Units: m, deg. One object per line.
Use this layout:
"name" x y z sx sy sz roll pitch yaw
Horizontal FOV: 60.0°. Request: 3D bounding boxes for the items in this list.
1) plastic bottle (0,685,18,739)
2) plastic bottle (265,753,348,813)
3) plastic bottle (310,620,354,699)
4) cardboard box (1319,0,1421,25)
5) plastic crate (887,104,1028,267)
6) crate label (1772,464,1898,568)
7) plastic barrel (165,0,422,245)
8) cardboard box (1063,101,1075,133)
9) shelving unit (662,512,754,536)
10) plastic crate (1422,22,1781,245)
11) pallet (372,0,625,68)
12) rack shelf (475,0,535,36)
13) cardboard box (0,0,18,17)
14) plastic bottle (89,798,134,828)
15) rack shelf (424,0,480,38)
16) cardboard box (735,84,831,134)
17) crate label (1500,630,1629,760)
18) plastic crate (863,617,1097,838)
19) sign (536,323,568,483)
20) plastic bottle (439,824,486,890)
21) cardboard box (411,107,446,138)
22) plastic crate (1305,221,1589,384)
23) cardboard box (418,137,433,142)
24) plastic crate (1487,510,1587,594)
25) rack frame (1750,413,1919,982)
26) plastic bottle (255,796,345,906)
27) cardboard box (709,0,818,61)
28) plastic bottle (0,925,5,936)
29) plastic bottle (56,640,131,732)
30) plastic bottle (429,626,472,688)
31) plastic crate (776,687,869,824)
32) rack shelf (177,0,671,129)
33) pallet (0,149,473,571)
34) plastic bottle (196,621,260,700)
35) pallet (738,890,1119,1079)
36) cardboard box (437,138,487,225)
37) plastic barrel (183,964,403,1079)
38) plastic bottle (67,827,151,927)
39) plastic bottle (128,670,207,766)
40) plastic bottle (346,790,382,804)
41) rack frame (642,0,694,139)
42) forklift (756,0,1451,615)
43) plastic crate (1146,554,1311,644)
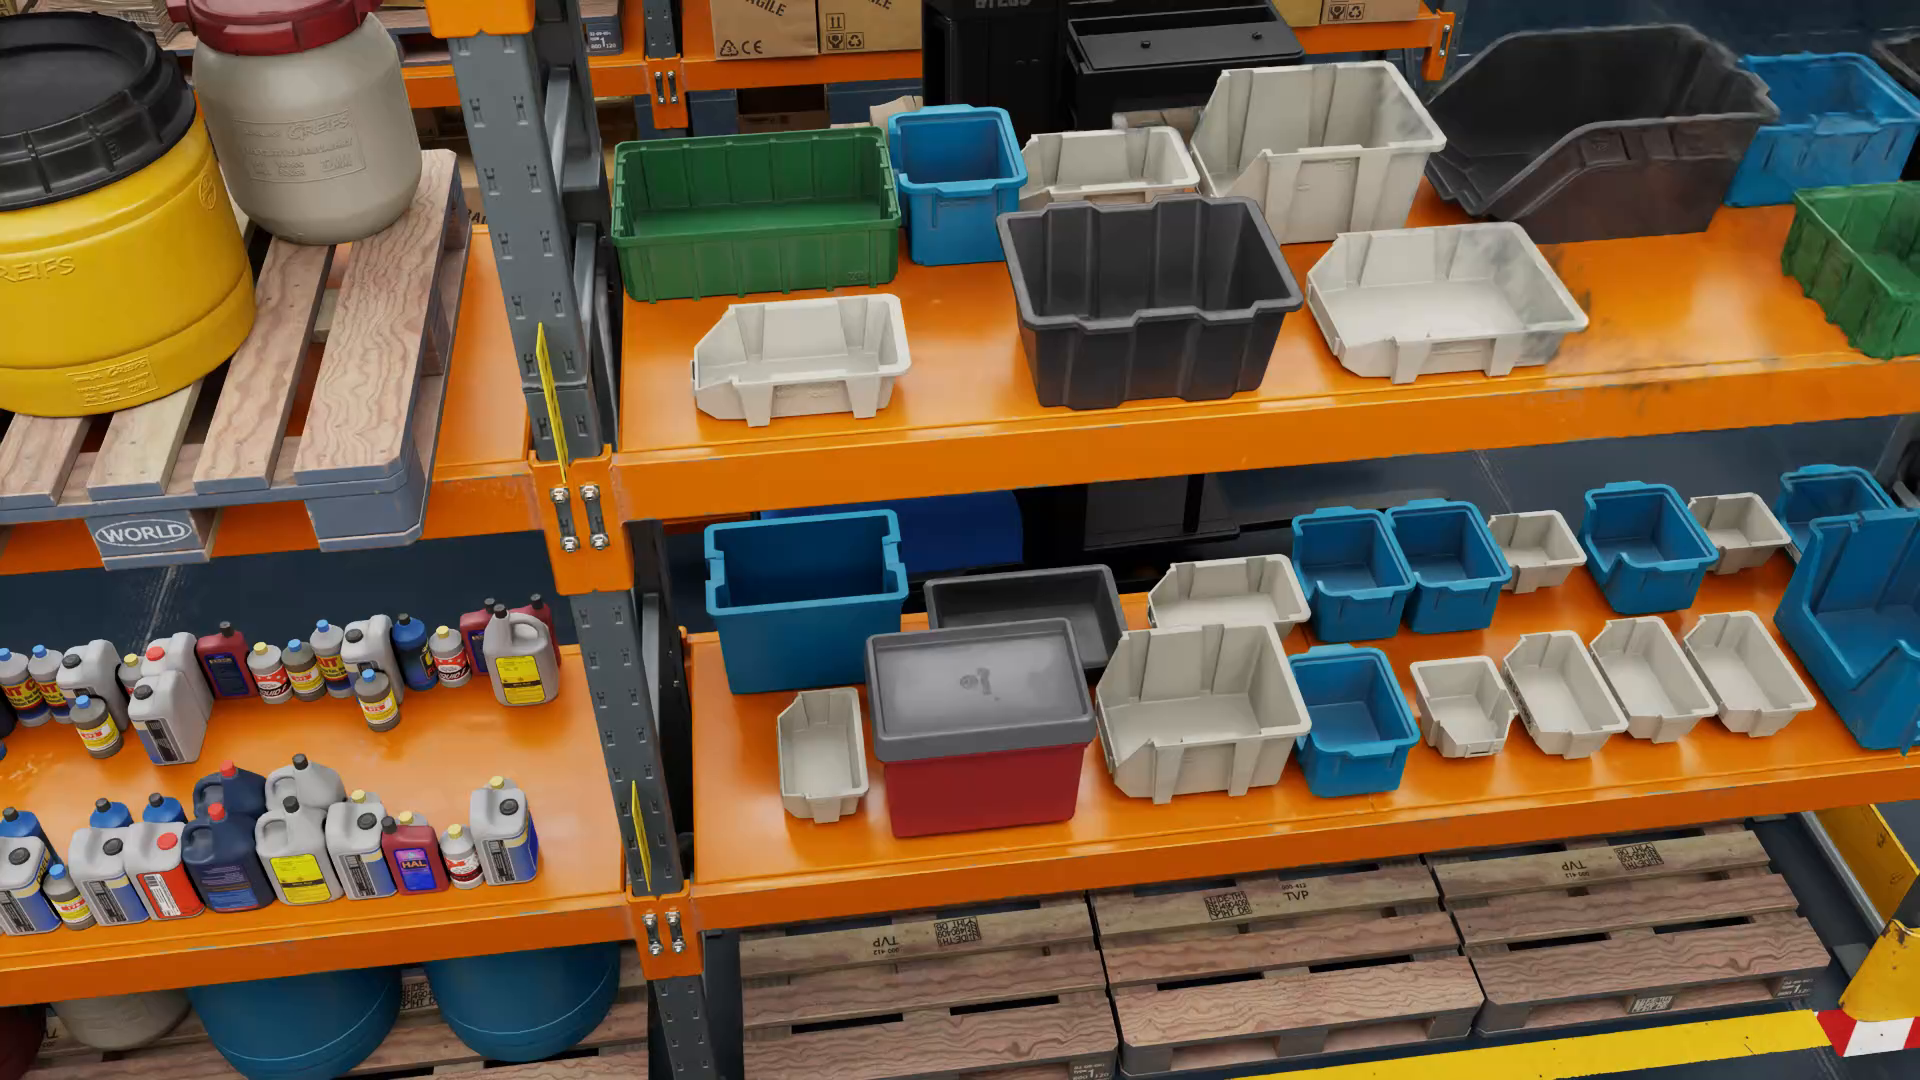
"plastic bottle" -2.880 0.419 4.797 0.185 0.351 0.144 -5 42 -6
"plastic bottle" -1.759 0.705 4.481 0.185 0.351 0.144 -5 42 -6
"plastic bottle" -1.861 0.344 4.940 0.097 0.271 0.097 0 42 0
"cardboard box" 2.048 -2.970 8.443 0.500 0.500 0.500 -4 42 -4
"plastic crate" -0.010 -0.858 4.062 0.300 0.233 0.416 -5 42 -6
"crate label" 2.807 -0.019 5.327 0.303 0.233 0.416 -5 42 -6
"plastic barrel" -1.426 -0.956 3.631 0.433 0.535 0.433 0 42 0
"cardboard box" 0.352 -2.208 9.209 0.637 0.503 0.797 -5 42 -6
"shelving unit" -1.136 -0.308 6.911 0.503 1.200 0.258 -6 42 -7
"plastic crate" 1.544 -1.003 4.144 0.767 0.338 0.504 -5 42 -6
"pallet" -2.316 -2.737 8.403 1.213 0.211 1.003 -5 42 -6
"rack shelf" 1.112 -1.501 3.246 4.000 0.370 1.077 -5 42 -6
"cardboard box" -4.866 -2.780 7.920 0.500 0.500 0.700 -19 45 -20
"plastic bottle" -2.251 0.788 4.448 0.097 0.271 0.097 0 42 0
"rack shelf" -2.854 -1.153 2.861 4.000 0.370 1.077 -5 42 -6
"cardboard box" -0.982 -2.278 9.289 0.500 0.500 0.500 -5 42 -6
"crate label" 1.748 0.461 4.867 0.243 0.136 0.396 -5 42 -6
"plastic crate" 0.047 0.528 4.547 0.583 0.464 0.402 -5 42 -6
"sign" -0.802 -0.266 3.275 0.005 0.325 0.100 -5 42 -6
"plastic bottle" -1.332 0.836 4.447 0.097 0.201 0.097 0 42 0
"cardboard box" -3.013 -2.351 8.810 0.500 0.250 0.500 -5 42 -5
"plastic crate" 1.078 -0.534 3.775 0.530 0.136 0.437 -5 42 -6
"cardboard box" -3.045 -2.068 9.056 0.500 0.500 0.500 -5 42 -5
"plastic crate" 1.806 0.048 5.324 0.298 0.136 0.250 -5 42 -6
"rack frame" 3.095 0.138 5.073 0.127 3.000 1.000 -5 42 -6
"plastic bottle" -1.740 0.801 4.375 0.185 0.351 0.144 -5 42 -6
"cardboard box" -0.969 -2.705 8.150 0.500 0.500 0.500 -4 42 -4
"plastic bottle" -2.557 0.943 4.328 0.097 0.201 0.097 0 42 0
"plastic bottle" -2.528 0.419 4.854 0.135 0.276 0.152 -5 42 -6
"plastic bottle" -1.534 0.341 4.996 0.097 0.201 0.097 0 42 0
"plastic crate" -0.391 0.615 4.695 0.243 0.136 0.396 -5 42 -6
"rack shelf" -3.493 -2.364 8.384 4.000 0.370 1.077 -5 42 -6
"pallet" -1.636 -0.426 3.599 1.003 0.211 1.213 -5 42 -6
"plastic bottle" -2.171 0.354 4.920 0.133 0.283 0.061 -5 42 -6
"pallet" -0.147 1.431 5.721 1.213 0.211 1.003 -5 42 -6
"cardboard box" -2.453 -1.769 8.725 0.500 0.500 0.500 -5 42 -5
"plastic barrel" -2.115 1.206 5.142 0.708 0.901 0.600 -5 42 -6
"plastic bottle" -2.216 0.867 4.357 0.135 0.276 0.152 -5 42 -6
"plastic bottle" -2.278 0.500 4.764 0.135 0.276 0.152 -5 42 -6
"plastic bottle" -1.617 0.758 4.533 0.097 0.201 0.097 0 42 0
"rack frame" -1.510 -2.805 8.335 0.127 3.000 1.000 -5 42 -6
"forklift" 0.620 -1.158 6.561 3.031 2.935 1.130 -6 42 -7
"plastic crate" 0.816 0.210 5.145 0.466 0.136 0.293 -5 42 -6
